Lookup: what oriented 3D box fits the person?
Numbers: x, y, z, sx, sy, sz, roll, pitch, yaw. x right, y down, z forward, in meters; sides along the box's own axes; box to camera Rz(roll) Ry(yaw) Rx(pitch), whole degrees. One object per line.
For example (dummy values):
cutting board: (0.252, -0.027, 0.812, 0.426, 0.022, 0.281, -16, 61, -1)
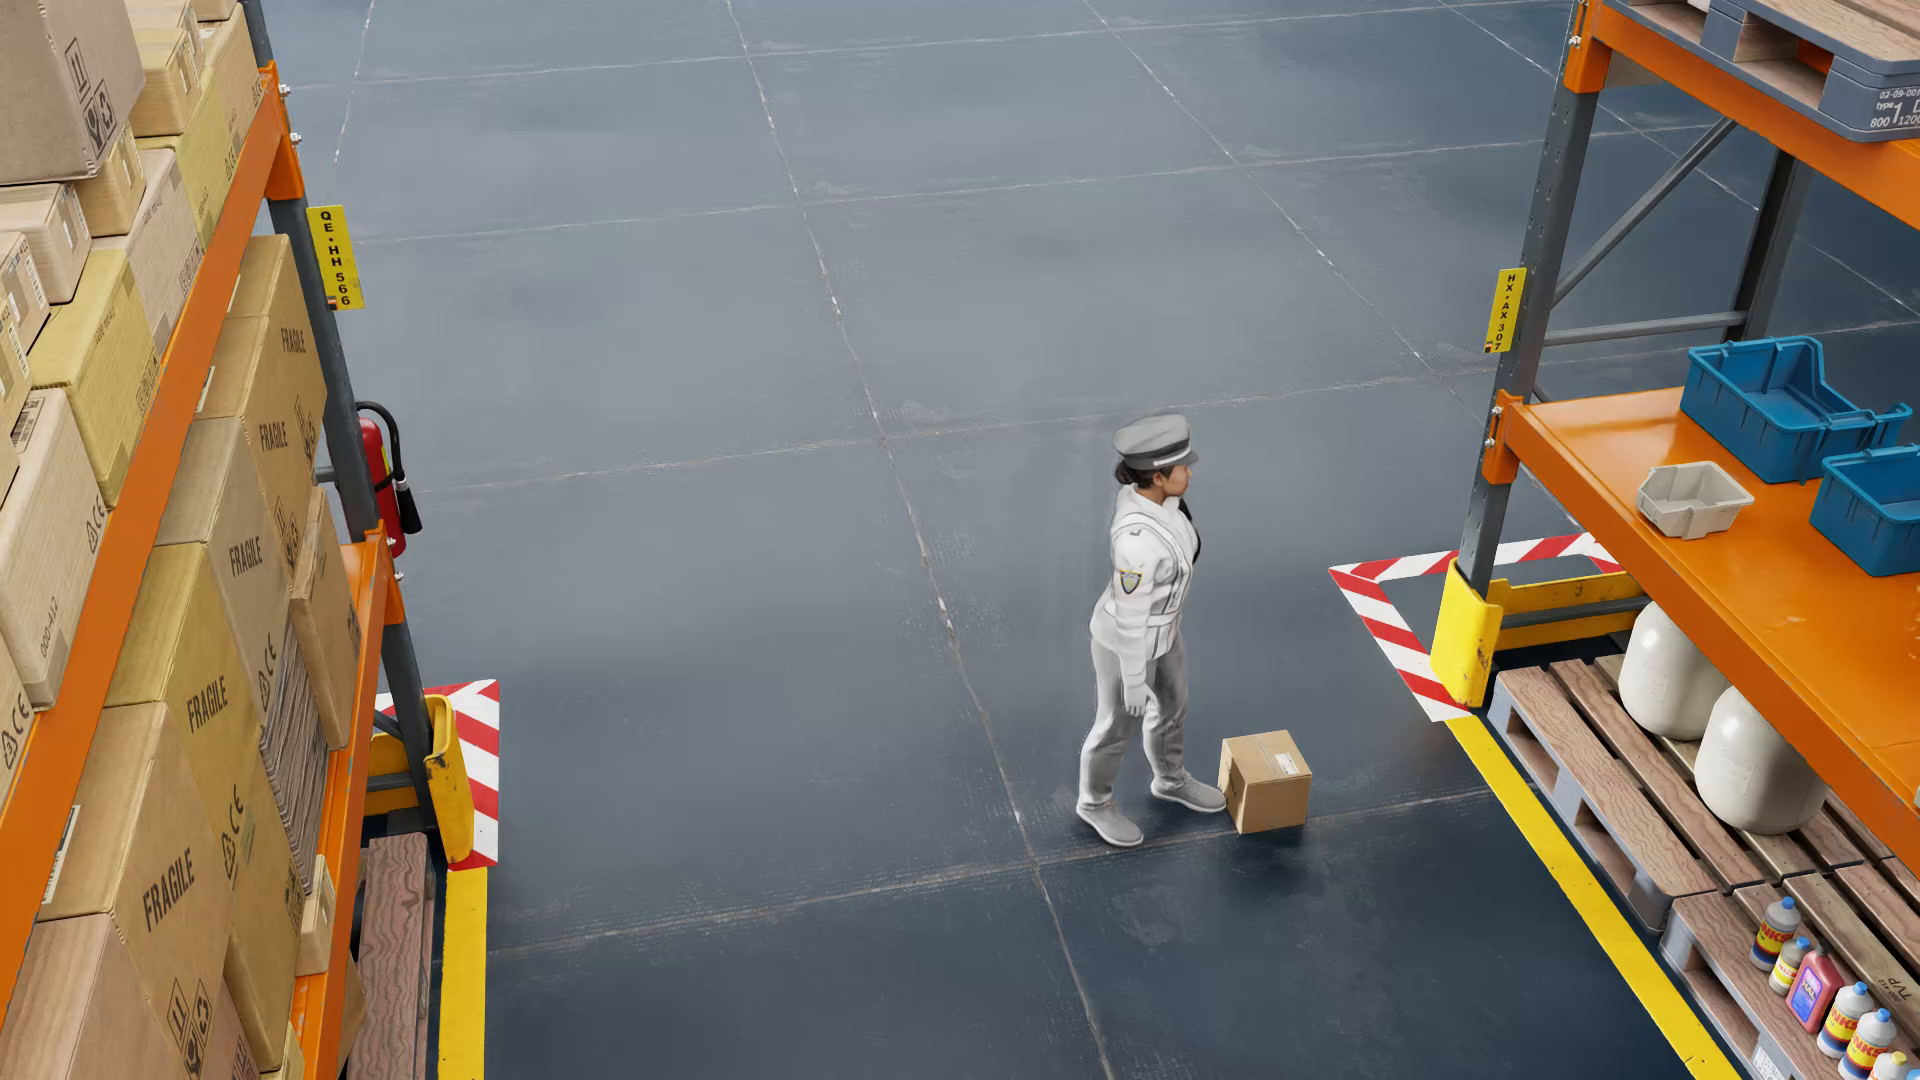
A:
person: (0.683, 0.355, 5.606, 0.522, 1.685, 0.526, 10, 36, 14)
